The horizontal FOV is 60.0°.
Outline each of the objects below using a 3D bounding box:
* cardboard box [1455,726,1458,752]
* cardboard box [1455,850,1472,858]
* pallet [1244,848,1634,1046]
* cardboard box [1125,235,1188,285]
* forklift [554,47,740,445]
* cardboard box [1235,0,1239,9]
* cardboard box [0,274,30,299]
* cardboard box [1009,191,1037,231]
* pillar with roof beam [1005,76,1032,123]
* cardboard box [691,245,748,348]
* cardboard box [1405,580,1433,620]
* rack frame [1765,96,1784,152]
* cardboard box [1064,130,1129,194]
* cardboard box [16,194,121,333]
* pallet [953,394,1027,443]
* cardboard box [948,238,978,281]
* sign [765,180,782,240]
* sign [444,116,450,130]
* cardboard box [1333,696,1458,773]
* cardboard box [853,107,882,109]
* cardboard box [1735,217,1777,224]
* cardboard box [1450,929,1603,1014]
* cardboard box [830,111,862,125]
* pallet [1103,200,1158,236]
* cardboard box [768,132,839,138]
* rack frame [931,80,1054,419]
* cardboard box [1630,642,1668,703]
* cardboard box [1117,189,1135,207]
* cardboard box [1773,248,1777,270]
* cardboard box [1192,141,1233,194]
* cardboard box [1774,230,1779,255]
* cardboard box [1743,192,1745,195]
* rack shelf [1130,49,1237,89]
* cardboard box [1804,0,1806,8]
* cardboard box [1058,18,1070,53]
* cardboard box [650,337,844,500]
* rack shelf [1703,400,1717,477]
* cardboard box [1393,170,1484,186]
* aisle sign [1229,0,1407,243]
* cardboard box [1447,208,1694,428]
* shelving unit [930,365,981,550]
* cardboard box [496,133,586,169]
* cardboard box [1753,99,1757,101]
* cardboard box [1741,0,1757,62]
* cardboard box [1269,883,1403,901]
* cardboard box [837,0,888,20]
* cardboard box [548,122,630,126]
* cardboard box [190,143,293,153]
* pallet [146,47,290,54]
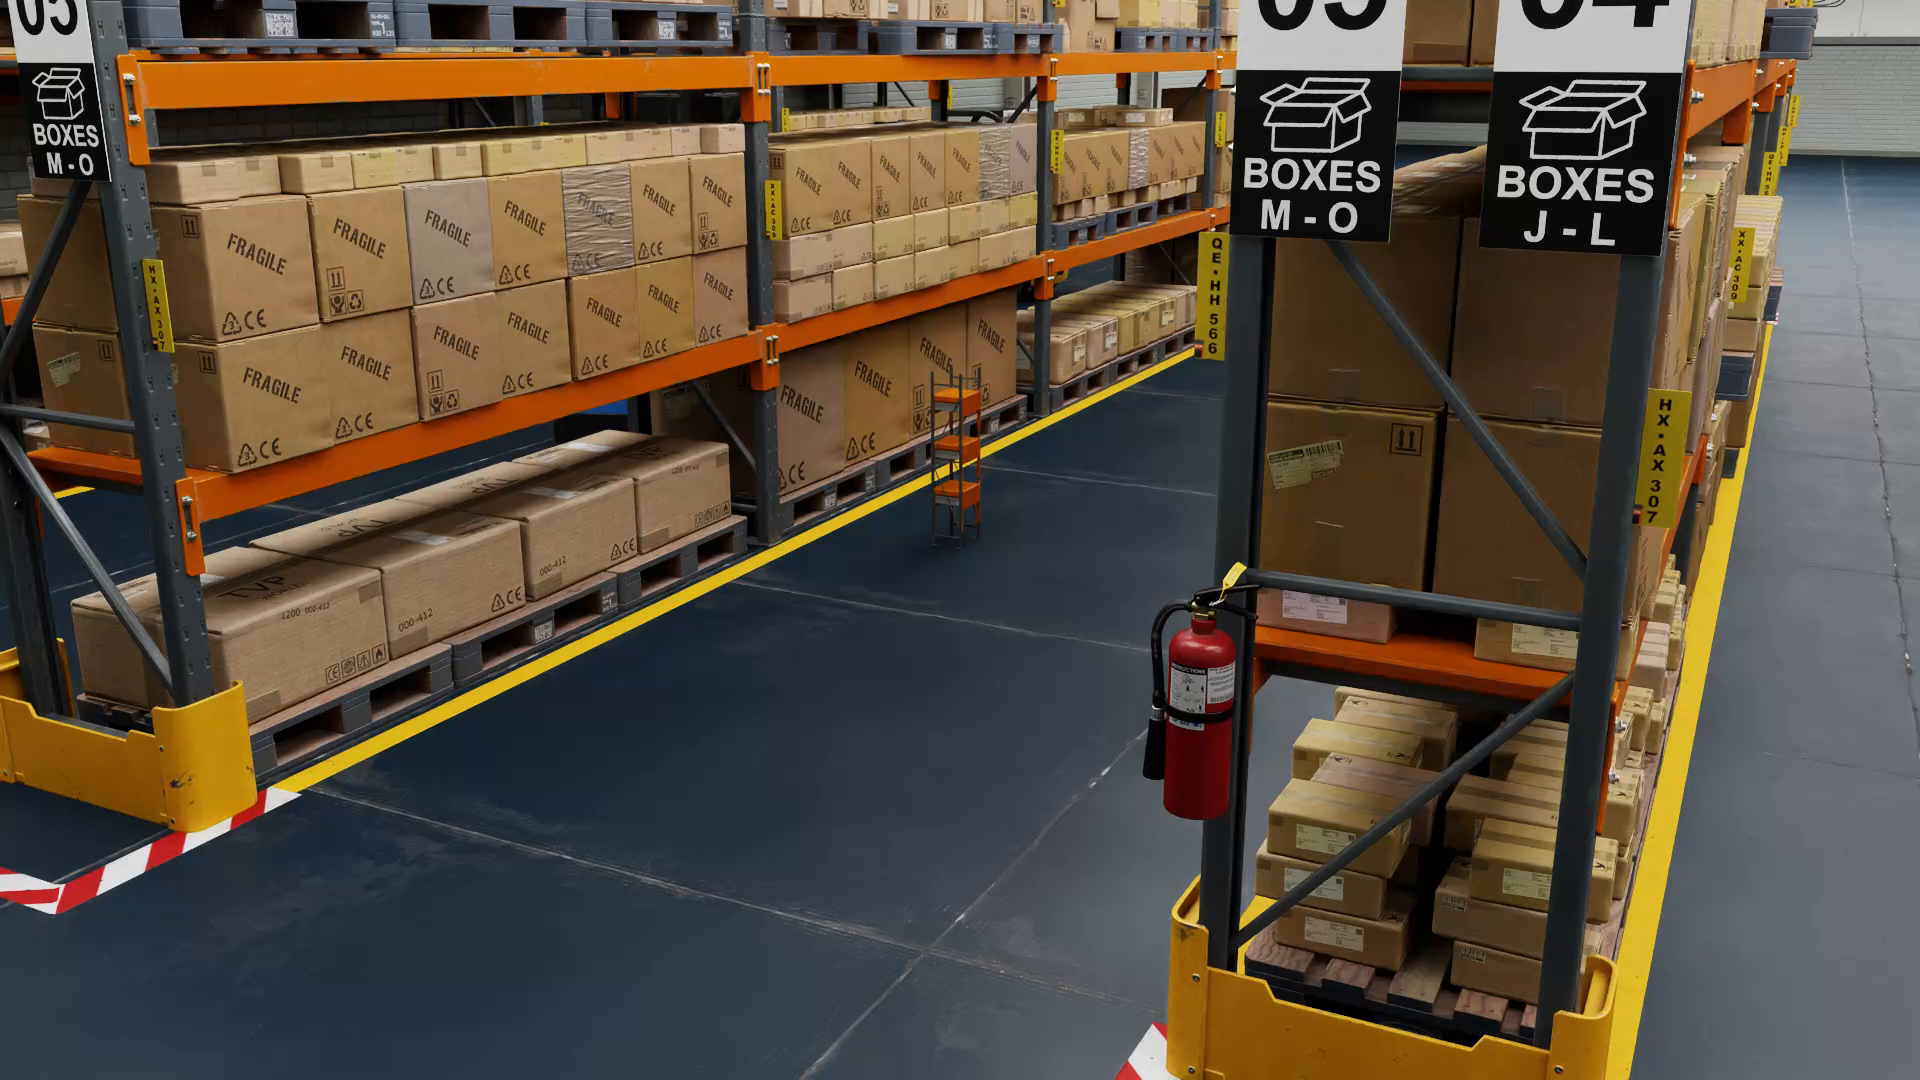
[{"bbox_3d":[1.574,0.743,6.000,0.380,0.149,0.250,8,18,26],"label":"cardboard box"},{"bbox_3d":[1.810,0.943,5.327,0.380,0.149,0.250,8,18,26],"label":"cardboard box"},{"bbox_3d":[1.572,1.273,5.369,1.003,0.211,1.213,8,18,25],"label":"pallet"},{"bbox_3d":[2.056,-2.931,17.397,0.500,0.500,0.500,8,18,25],"label":"cardboard box"},{"bbox_3d":[-2.284,-2.441,13.094,1.130,2.935,3.031,2,17,6],"label":"forklift"},{"bbox_3d":[2.555,-5.311,16.411,0.380,0.149,0.250,9,19,27],"label":"cardboard box"},{"bbox_3d":[-6.234,-1.660,10.787,0.380,0.149,0.250,9,19,27],"label":"cardboard box"},{"bbox_3d":[0.255,-2.496,12.546,0.500,0.250,0.500,8,18,25],"label":"cardboard box"},{"bbox_3d":[4.792,-8.946,24.340,9.100,9.000,0.400,8,18,25],"label":"pillar with roof beam"},{"bbox_3d":[-1.521,-1.363,9.168,0.500,0.500,0.500,8,18,26],"label":"cardboard box"},{"bbox_3d":[1.181,0.100,4.859,0.380,0.149,0.250,8,18,25],"label":"cardboard box"},{"bbox_3d":[6.505,-2.899,14.517,1.000,3.000,0.127,8,18,25],"label":"rack frame"},{"bbox_3d":[1.111,-3.231,14.198,0.500,0.500,0.500,8,19,26],"label":"cardboard box"},{"bbox_3d":[-3.328,-1.127,6.618,0.500,0.500,0.500,9,19,27],"label":"cardboard box"},{"bbox_3d":[-0.175,-0.956,12.873,1.003,0.211,1.213,8,18,25],"label":"pallet"},{"bbox_3d":[-0.203,-1.992,11.727,0.500,0.250,0.500,8,18,25],"label":"cardboard box"},{"bbox_3d":[-1.046,-1.848,9.319,0.100,0.325,0.005,8,18,25],"label":"sign"},{"bbox_3d":[-4.696,-3.740,15.313,0.100,0.325,0.005,8,18,25],"label":"sign"},{"bbox_3d":[1.491,0.674,5.712,0.380,0.149,0.250,7,18,23],"label":"cardboard box"},{"bbox_3d":[-1.217,-5.464,21.316,0.380,0.149,0.250,8,19,26],"label":"cardboard box"},{"bbox_3d":[4.212,-1.668,9.030,0.380,0.149,0.250,9,19,27],"label":"cardboard box"},{"bbox_3d":[1.664,1.230,4.884,0.380,0.149,0.250,9,19,26],"label":"cardboard box"},{"bbox_3d":[-1.402,-5.082,20.031,0.380,0.149,0.250,8,18,26],"label":"cardboard box"},{"bbox_3d":[1.092,-2.902,14.862,1.003,0.211,1.213,8,18,25],"label":"pallet"},{"bbox_3d":[-1.099,-2.398,10.897,0.500,0.500,0.500,9,19,27],"label":"cardboard box"},{"bbox_3d":[0.245,-2.484,13.120,1.000,3.000,0.127,8,18,25],"label":"rack frame"},{"bbox_3d":[2.488,0.484,6.351,0.380,0.149,0.250,7,18,23],"label":"cardboard box"},{"bbox_3d":[1.322,-3.030,14.660,0.380,0.149,0.250,9,19,27],"label":"cardboard box"},{"bbox_3d":[4.909,-1.777,10.442,0.380,0.149,0.250,8,19,26],"label":"cardboard box"},{"bbox_3d":[2.478,-3.770,16.752,0.500,0.500,0.500,8,18,25],"label":"cardboard box"},{"bbox_3d":[4.672,-1.784,9.945,0.380,0.149,0.250,9,19,27],"label":"cardboard box"},{"bbox_3d":[5.835,-2.393,12.637,0.500,0.500,0.500,8,18,25],"label":"cardboard box"},{"bbox_3d":[2.926,-5.106,17.941,1.077,0.370,4.000,8,18,25],"label":"rack shelf"},{"bbox_3d":[8.100,-5.388,16.457,0.500,0.250,0.500,8,18,25],"label":"cardboard box"},{"bbox_3d":[0.651,-3.981,13.128,0.396,0.266,0.258,8,18,25],"label":"cardboard box"},{"bbox_3d":[-1.337,-0.816,10.498,0.875,0.875,0.875,9,19,27],"label":"cardboard box"},{"bbox_3d":[3.824,-1.026,9.473,1.077,0.370,4.000,8,18,25],"label":"rack shelf"},{"bbox_3d":[1.576,-0.923,5.410,0.500,0.500,0.500,9,19,28],"label":"cardboard box"},{"bbox_3d":[0.842,-1.108,3.921,0.394,0.787,0.004,8,18,25],"label":"aisle sign"},{"bbox_3d":[1.581,-0.593,4.298,0.500,0.500,0.500,8,18,25],"label":"cardboard box"},{"bbox_3d":[-0.024,-0.490,9.829,0.215,1.050,0.252,8,18,25],"label":"shelving unit"},{"bbox_3d":[-2.023,-1.867,7.971,0.380,0.149,0.250,8,18,24],"label":"cardboard box"},{"bbox_3d":[6.843,-3.733,15.165,0.875,0.550,0.550,8,18,25],"label":"cardboard box"},{"bbox_3d":[2.720,-1.942,6.290,0.500,0.250,0.500,8,18,25],"label":"cardboard box"},{"bbox_3d":[1.216,1.084,5.376,0.380,0.149,0.250,9,19,27],"label":"cardboard box"},{"bbox_3d":[-0.664,-3.270,10.171,0.380,0.166,0.250,7,18,22],"label":"cardboard box"},{"bbox_3d":[-2.016,-2.189,9.054,0.380,0.149,0.250,8,18,26],"label":"cardboard box"},{"bbox_3d":[-3.068,-1.605,7.088,0.380,0.149,0.250,9,19,27],"label":"cardboard box"},{"bbox_3d":[-5.631,-3.601,11.941,1.213,0.211,1.003,8,18,25],"label":"pallet"}]
